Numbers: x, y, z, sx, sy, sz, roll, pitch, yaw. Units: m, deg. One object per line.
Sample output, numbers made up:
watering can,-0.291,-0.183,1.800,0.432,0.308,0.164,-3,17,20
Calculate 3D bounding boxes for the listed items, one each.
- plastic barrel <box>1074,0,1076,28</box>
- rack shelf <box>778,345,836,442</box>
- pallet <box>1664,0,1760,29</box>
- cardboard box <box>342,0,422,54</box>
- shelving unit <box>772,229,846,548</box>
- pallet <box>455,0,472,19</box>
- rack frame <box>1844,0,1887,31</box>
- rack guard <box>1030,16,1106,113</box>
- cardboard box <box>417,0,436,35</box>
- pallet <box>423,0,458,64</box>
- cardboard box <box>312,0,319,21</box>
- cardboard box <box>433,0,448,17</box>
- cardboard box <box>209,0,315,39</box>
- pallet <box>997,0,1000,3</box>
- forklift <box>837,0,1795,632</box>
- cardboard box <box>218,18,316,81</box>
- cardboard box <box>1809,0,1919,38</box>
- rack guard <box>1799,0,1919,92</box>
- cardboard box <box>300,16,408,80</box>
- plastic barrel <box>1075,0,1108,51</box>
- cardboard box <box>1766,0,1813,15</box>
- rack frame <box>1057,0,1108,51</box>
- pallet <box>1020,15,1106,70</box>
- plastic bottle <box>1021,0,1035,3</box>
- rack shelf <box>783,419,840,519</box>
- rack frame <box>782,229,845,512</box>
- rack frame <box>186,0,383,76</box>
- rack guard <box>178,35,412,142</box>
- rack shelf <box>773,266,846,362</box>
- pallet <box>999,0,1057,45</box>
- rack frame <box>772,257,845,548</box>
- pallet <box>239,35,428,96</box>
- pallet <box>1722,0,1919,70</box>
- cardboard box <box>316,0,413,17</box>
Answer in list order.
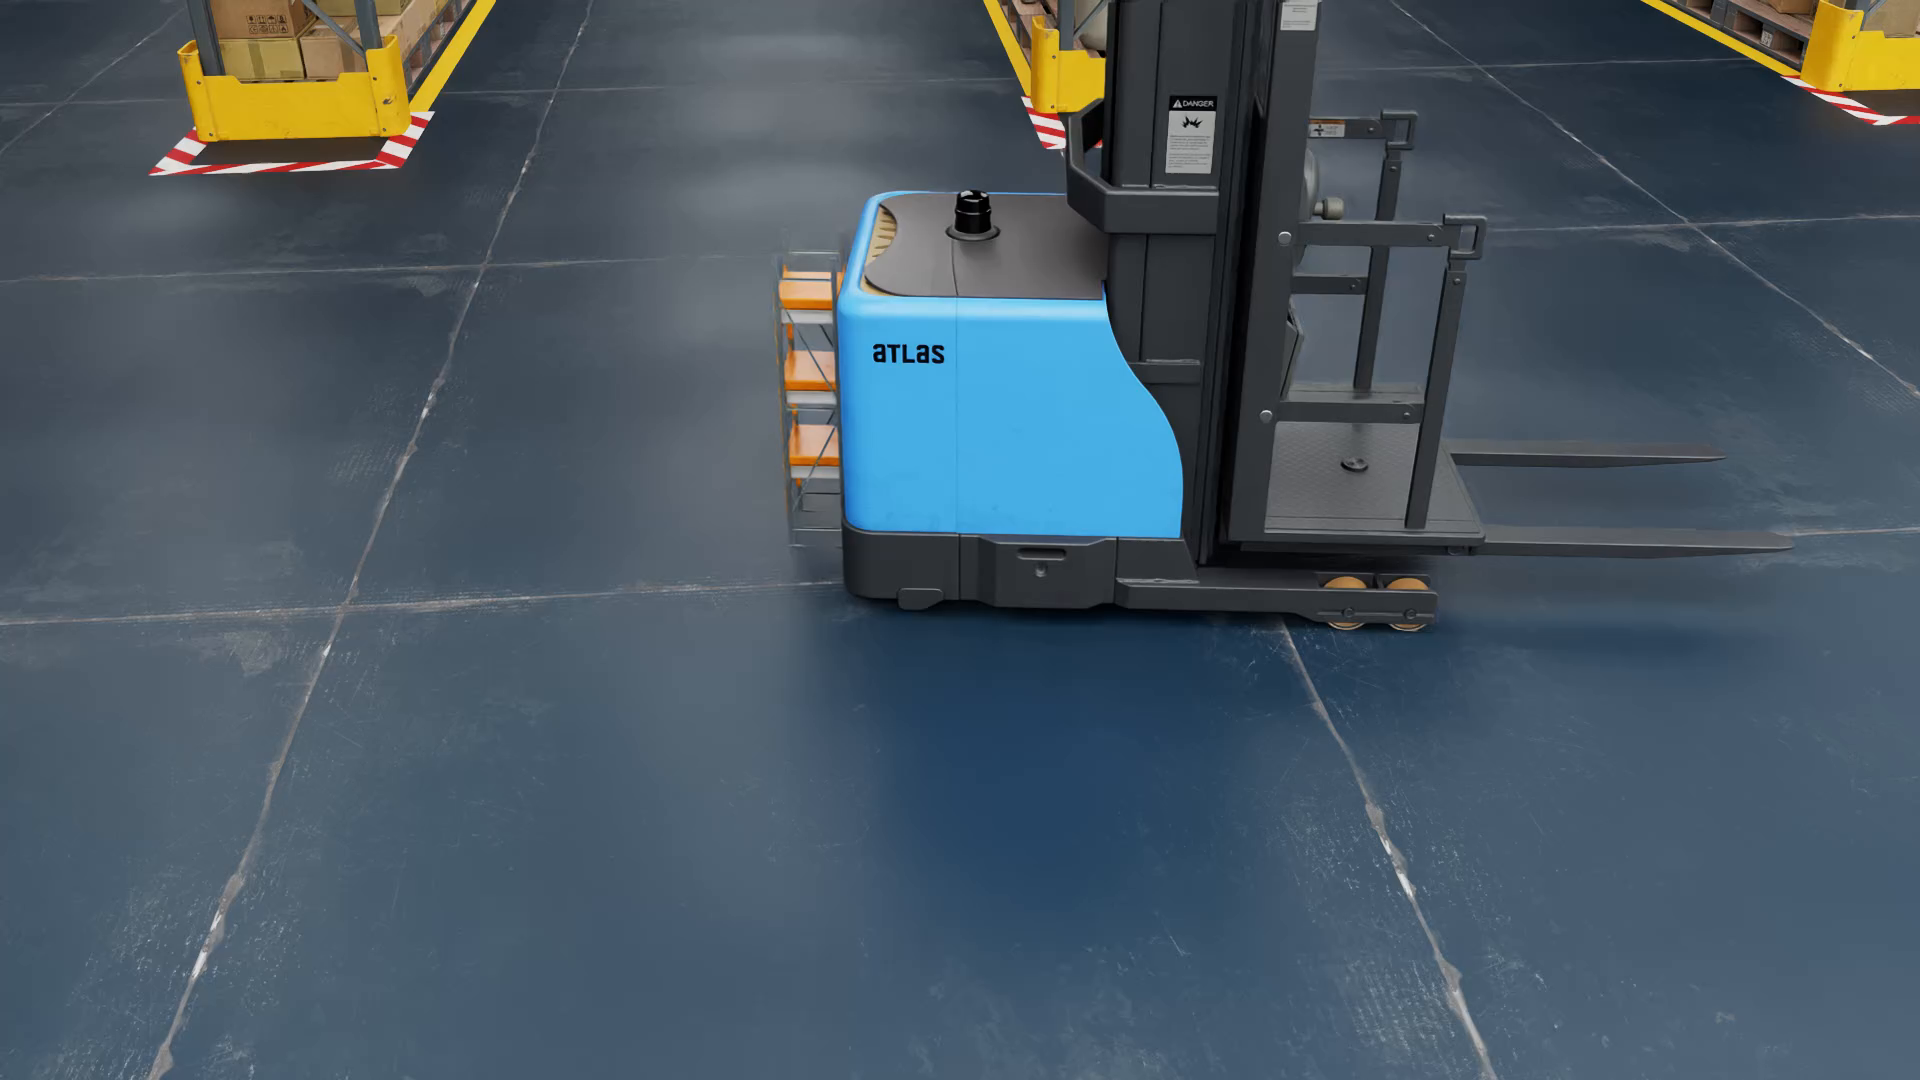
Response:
plastic barrel,0.898,-3.650,10.951,0.421,0.512,0.421,0,31,0
rack shelf,-0.480,-0.480,5.550,0.215,0.259,0.240,1,31,2
pallet,5.856,-4.066,12.351,1.003,0.211,1.213,-3,31,-5
cardboard box,-3.728,-3.253,10.543,0.500,0.250,0.500,-3,31,-5
shelving unit,-0.480,-0.489,5.545,0.215,1.050,0.252,1,31,2
pallet,-4.190,-4.151,12.493,1.003,0.211,1.213,-3,31,-5
rack frame,6.014,-4.186,9.834,1.000,3.000,0.127,-3,31,-5
rack guard,1.029,-2.912,10.138,1.175,0.500,0.348,-3,31,-5
cardboard box,-3.774,-3.508,10.970,0.500,0.250,0.500,-3,31,-5
pallet,-4.073,-3.526,11.448,1.003,0.211,1.213,-3,31,-5
cardboard box,-4.252,-3.228,10.501,0.500,0.250,0.500,-3,31,-5
cardboard box,-3.816,-3.764,11.398,0.500,0.250,0.500,-3,31,-5
cardboard box,-4.196,-3.295,9.882,0.500,0.500,0.500,-3,31,-5
pallet,0.730,-4.449,12.993,1.003,0.211,1.213,-3,31,-5
forklift,1.156,-1.249,4.983,3.031,2.935,1.130,1,31,2
cardboard box,-4.193,-2.973,10.074,0.500,0.250,0.500,-3,31,-5
cardboard box,5.972,-3.613,10.902,0.500,0.500,0.500,3,31,5
rack guard,6.007,-3.152,10.540,1.175,0.500,0.348,-3,31,-5
cardboard box,-3.678,-2.998,10.116,0.500,0.250,0.500,-3,31,-5
plastic barrel,0.945,-3.394,10.523,0.421,0.512,0.421,0,31,0
cardboard box,5.883,-3.917,11.410,0.500,0.500,0.500,5,31,8
rack frame,1.083,-3.949,9.436,1.000,3.000,0.127,-3,31,-5
pallet,0.958,-3.203,10.907,1.003,0.211,1.213,-3,31,-5
plastic bottle,0.475,-3.853,11.576,0.097,0.201,0.097,0,31,0
rack shelf,-0.480,-0.241,5.692,0.215,0.259,0.240,1,31,2
rack frame,-0.475,-0.551,5.649,0.200,1.050,0.008,1,31,2
rack frame,-3.849,-3.714,9.042,1.000,3.000,0.127,-3,31,-5
rack guard,-3.847,-2.628,9.663,1.175,0.500,0.348,-3,31,-5
rack shelf,-0.481,-0.723,5.404,0.215,0.259,0.240,1,31,2
pallet,0.848,-3.825,11.948,1.003,0.211,1.213,-3,31,-5
rack frame,-0.486,-0.426,5.440,0.200,1.050,0.008,1,31,2
pallet,-3.962,-2.905,10.408,1.003,0.211,1.213,-3,31,-5
pallet,5.966,-3.444,11.311,1.003,0.211,1.213,-3,31,-5
cardboard box,-3.726,-3.575,10.351,0.500,0.500,0.500,-3,31,-5
